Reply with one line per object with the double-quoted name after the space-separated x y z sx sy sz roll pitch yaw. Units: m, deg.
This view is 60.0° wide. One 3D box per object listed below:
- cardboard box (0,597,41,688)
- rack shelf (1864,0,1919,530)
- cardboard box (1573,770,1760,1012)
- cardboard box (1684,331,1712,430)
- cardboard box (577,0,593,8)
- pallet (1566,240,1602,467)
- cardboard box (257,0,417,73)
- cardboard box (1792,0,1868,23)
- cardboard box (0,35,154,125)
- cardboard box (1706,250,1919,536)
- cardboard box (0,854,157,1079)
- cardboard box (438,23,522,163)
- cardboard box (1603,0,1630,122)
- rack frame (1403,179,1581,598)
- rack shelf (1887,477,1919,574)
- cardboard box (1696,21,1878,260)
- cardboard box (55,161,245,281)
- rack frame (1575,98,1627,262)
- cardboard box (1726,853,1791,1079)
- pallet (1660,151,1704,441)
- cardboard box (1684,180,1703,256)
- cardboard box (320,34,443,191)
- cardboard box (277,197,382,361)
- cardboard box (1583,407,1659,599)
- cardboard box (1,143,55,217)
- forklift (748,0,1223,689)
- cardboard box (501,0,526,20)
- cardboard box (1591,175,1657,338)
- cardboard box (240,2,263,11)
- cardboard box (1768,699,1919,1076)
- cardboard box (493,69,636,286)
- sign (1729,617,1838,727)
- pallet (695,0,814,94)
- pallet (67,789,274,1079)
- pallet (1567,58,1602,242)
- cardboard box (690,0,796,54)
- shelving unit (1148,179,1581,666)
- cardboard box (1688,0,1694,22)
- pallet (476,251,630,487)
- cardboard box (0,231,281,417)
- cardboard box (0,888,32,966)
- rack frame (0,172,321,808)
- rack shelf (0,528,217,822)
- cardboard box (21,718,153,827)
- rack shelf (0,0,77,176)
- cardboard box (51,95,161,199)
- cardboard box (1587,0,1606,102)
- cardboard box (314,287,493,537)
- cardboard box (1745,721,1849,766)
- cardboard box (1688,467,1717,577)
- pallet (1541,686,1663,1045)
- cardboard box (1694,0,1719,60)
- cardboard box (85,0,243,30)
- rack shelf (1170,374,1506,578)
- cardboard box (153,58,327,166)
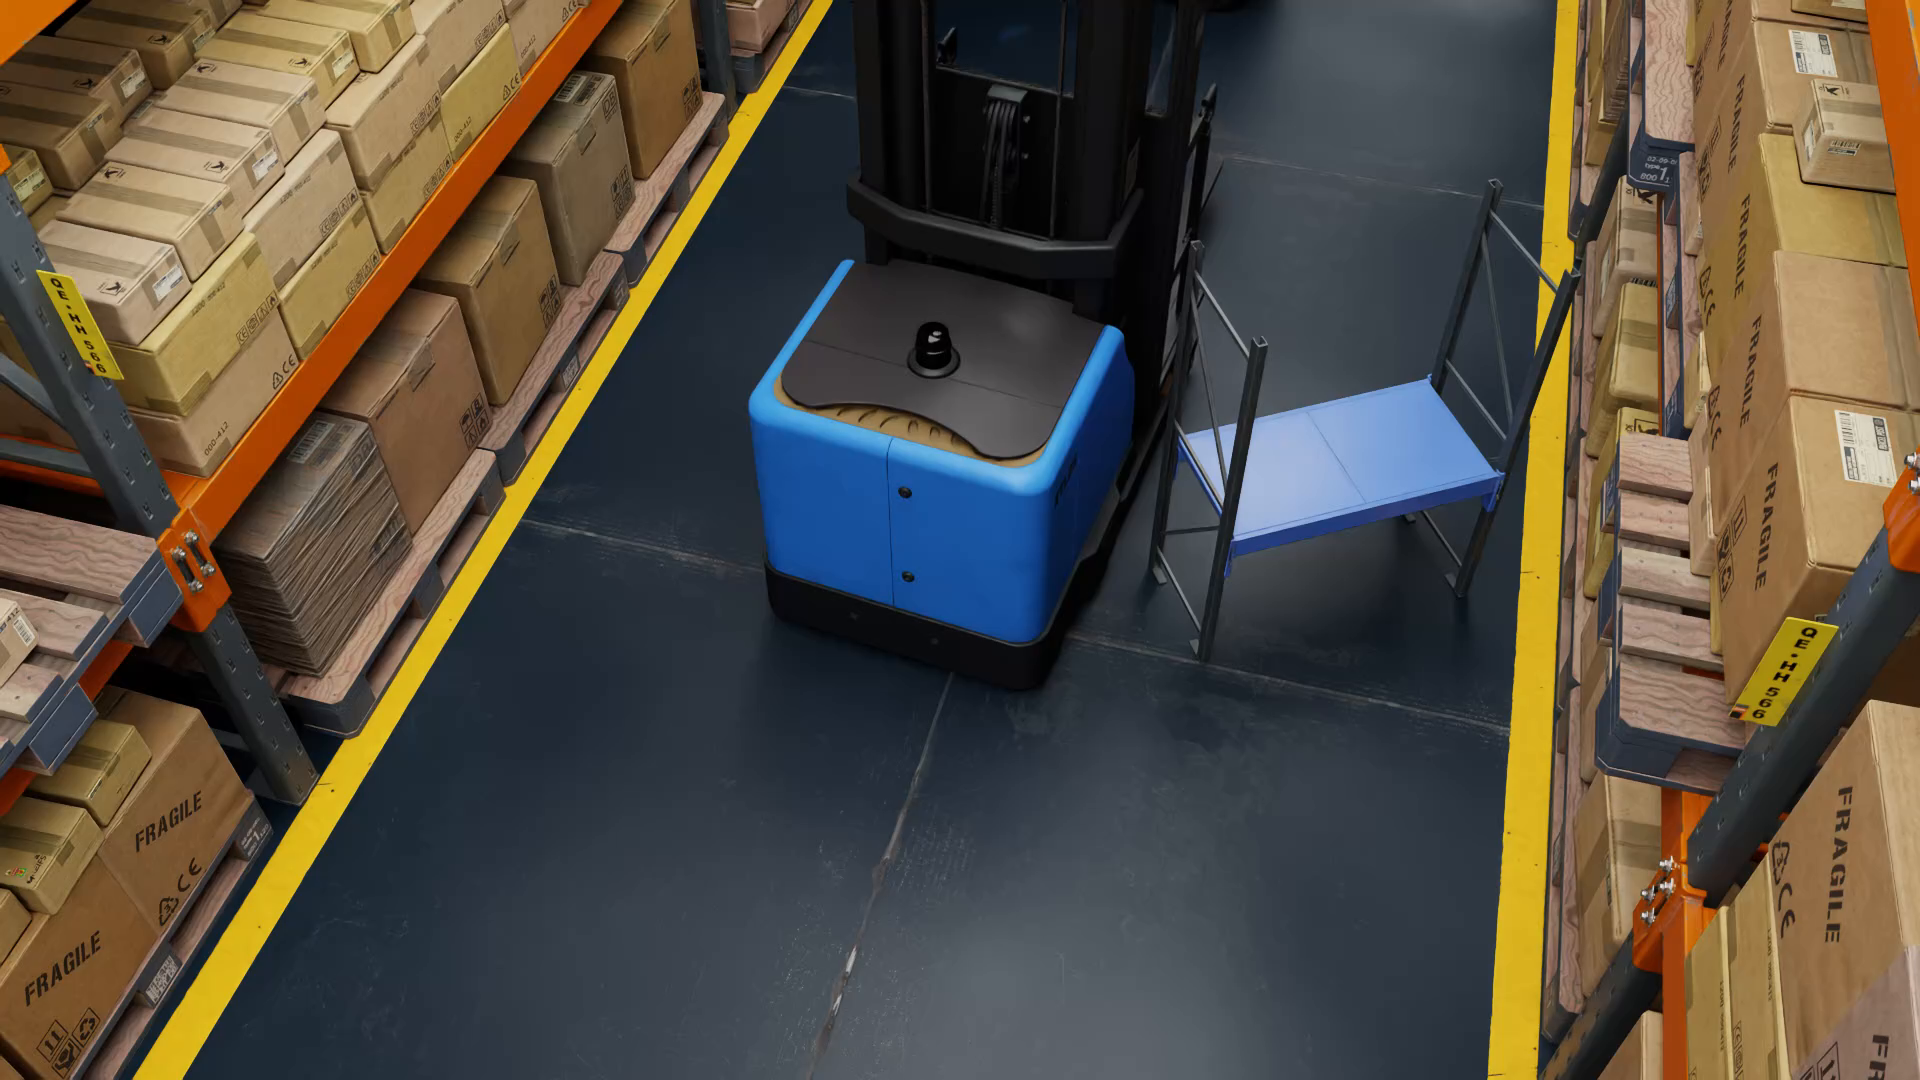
-2.435 0.241 3.924 0.380 0.149 0.250 12 50 11 "cardboard box"
2.684 -1.478 4.033 1.077 0.370 4.000 12 50 10 "rack shelf"
2.316 1.047 4.798 0.950 0.372 0.625 9 49 7 "cardboard box"
2.174 -0.398 4.488 0.380 0.149 0.250 12 50 11 "cardboard box"
-1.586 -2.317 6.394 0.500 0.250 0.500 11 50 10 "cardboard box"
3.007 -0.684 6.713 1.003 0.211 1.213 12 50 10 "pallet"
-1.934 -1.610 5.171 0.380 0.149 0.250 13 50 11 "cardboard box"
2.559 -1.579 4.665 0.380 0.149 0.250 14 50 12 "cardboard box"
-2.656 -1.355 4.946 0.380 0.149 0.250 11 49 9 "cardboard box"
2.135 -0.308 3.976 0.500 0.500 0.500 11 49 9 "cardboard box"
-2.678 1.142 4.628 0.500 0.500 0.500 11 49 9 "cardboard box"
-1.875 -1.589 5.752 0.500 0.250 0.500 13 50 11 "cardboard box"
3.107 -2.129 7.182 0.500 0.500 0.500 11 49 10 "cardboard box"
1.758 -0.465 5.660 0.032 1.500 0.500 -13 50 -12 "rack frame"
1.631 1.415 1.480 1.077 0.370 4.000 12 50 10 "rack shelf"
2.411 -1.067 4.646 0.500 0.500 0.500 10 49 8 "cardboard box"
-2.195 -0.868 4.516 0.380 0.149 0.250 13 50 11 "cardboard box"
3.210 -2.171 6.165 1.000 3.000 0.127 12 50 10 "rack frame"
1.786 0.925 3.200 0.500 0.250 0.500 11 50 10 "cardboard box"
2.639 -0.654 4.954 1.003 0.211 1.213 12 50 10 "pallet"
2.390 -0.952 4.977 0.380 0.149 0.250 13 50 11 "cardboard box"
-1.991 -1.380 5.234 0.500 0.250 0.500 10 49 9 "cardboard box"
-2.142 -0.840 5.091 0.500 0.250 0.500 11 49 9 "cardboard box"
2.707 -0.036 5.754 0.950 0.372 0.625 13 50 11 "cardboard box"
-2.781 -0.988 4.622 0.380 0.149 0.250 13 50 11 "cardboard box"
0.320 -1.588 5.696 1.130 2.935 3.031 16 51 14 "forklift"
-1.730 -2.115 5.883 0.500 0.250 0.500 12 50 11 "cardboard box"
3.075 -1.060 6.658 0.950 0.372 0.625 12 50 11 "cardboard box"
-2.375 -1.844 5.643 0.500 0.250 0.500 11 49 9 "cardboard box"
1.792 0.667 2.927 0.500 0.500 0.500 10 49 9 "cardboard box"
-1.917 -1.561 6.931 0.875 0.625 0.625 11 50 10 "cardboard box"
1.632 0.266 3.296 0.100 0.325 0.005 12 50 10 "sign"
-1.330 -2.792 8.573 1.003 0.211 1.213 12 50 10 "pallet"
-2.865 1.201 5.049 1.003 0.211 1.213 12 50 10 "pallet"
3.353 -1.741 7.645 1.003 0.211 1.213 12 50 10 "pallet"
-1.133 -2.661 8.152 0.500 0.250 0.500 12 50 10 "cardboard box"
1.273 -0.350 5.559 1.048 1.500 0.538 -13 50 -12 "shelving unit"
2.760 -1.889 5.804 0.380 0.149 0.250 12 50 11 "cardboard box"
-2.055 -0.799 6.814 1.003 0.211 1.213 12 50 10 "pallet"
-2.255 -0.638 4.579 0.500 0.250 0.500 12 50 10 "cardboard box"
-2.671 1.012 4.311 0.380 0.149 0.250 10 49 9 "cardboard box"
-2.632 -0.254 4.474 1.000 3.000 0.127 12 50 10 "rack frame"
-3.158 1.431 3.467 1.077 0.370 4.000 12 50 10 "rack shelf"
-2.518 0.627 4.651 0.380 0.149 0.250 9 49 8 "cardboard box"
-2.106 -2.455 4.895 1.077 0.370 4.000 12 50 10 "rack shelf"
-2.649 -1.120 5.004 0.500 0.250 0.500 12 50 10 "cardboard box"
3.237 -2.267 7.804 0.500 0.250 0.500 10 49 9 "cardboard box"
-2.290 -0.530 6.021 0.875 0.625 0.625 13 50 11 "cardboard box"
2.017 0.383 3.798 0.380 0.149 0.250 13 50 11 "cardboard box"
2.041 -0.016 4.151 0.380 0.149 0.250 11 50 10 "cardboard box"
2.365 1.081 5.156 1.003 0.211 1.213 12 50 10 "pallet"
2.679 -1.796 5.289 0.500 0.500 0.500 12 50 10 "cardboard box"
-2.527 -1.726 5.273 0.380 0.149 0.250 11 49 9 "cardboard box"
1.273 -0.231 5.693 1.000 0.185 0.538 -13 50 -12 "rack shelf"
-2.095 -1.250 4.853 0.380 0.149 0.250 12 50 10 "cardboard box"
